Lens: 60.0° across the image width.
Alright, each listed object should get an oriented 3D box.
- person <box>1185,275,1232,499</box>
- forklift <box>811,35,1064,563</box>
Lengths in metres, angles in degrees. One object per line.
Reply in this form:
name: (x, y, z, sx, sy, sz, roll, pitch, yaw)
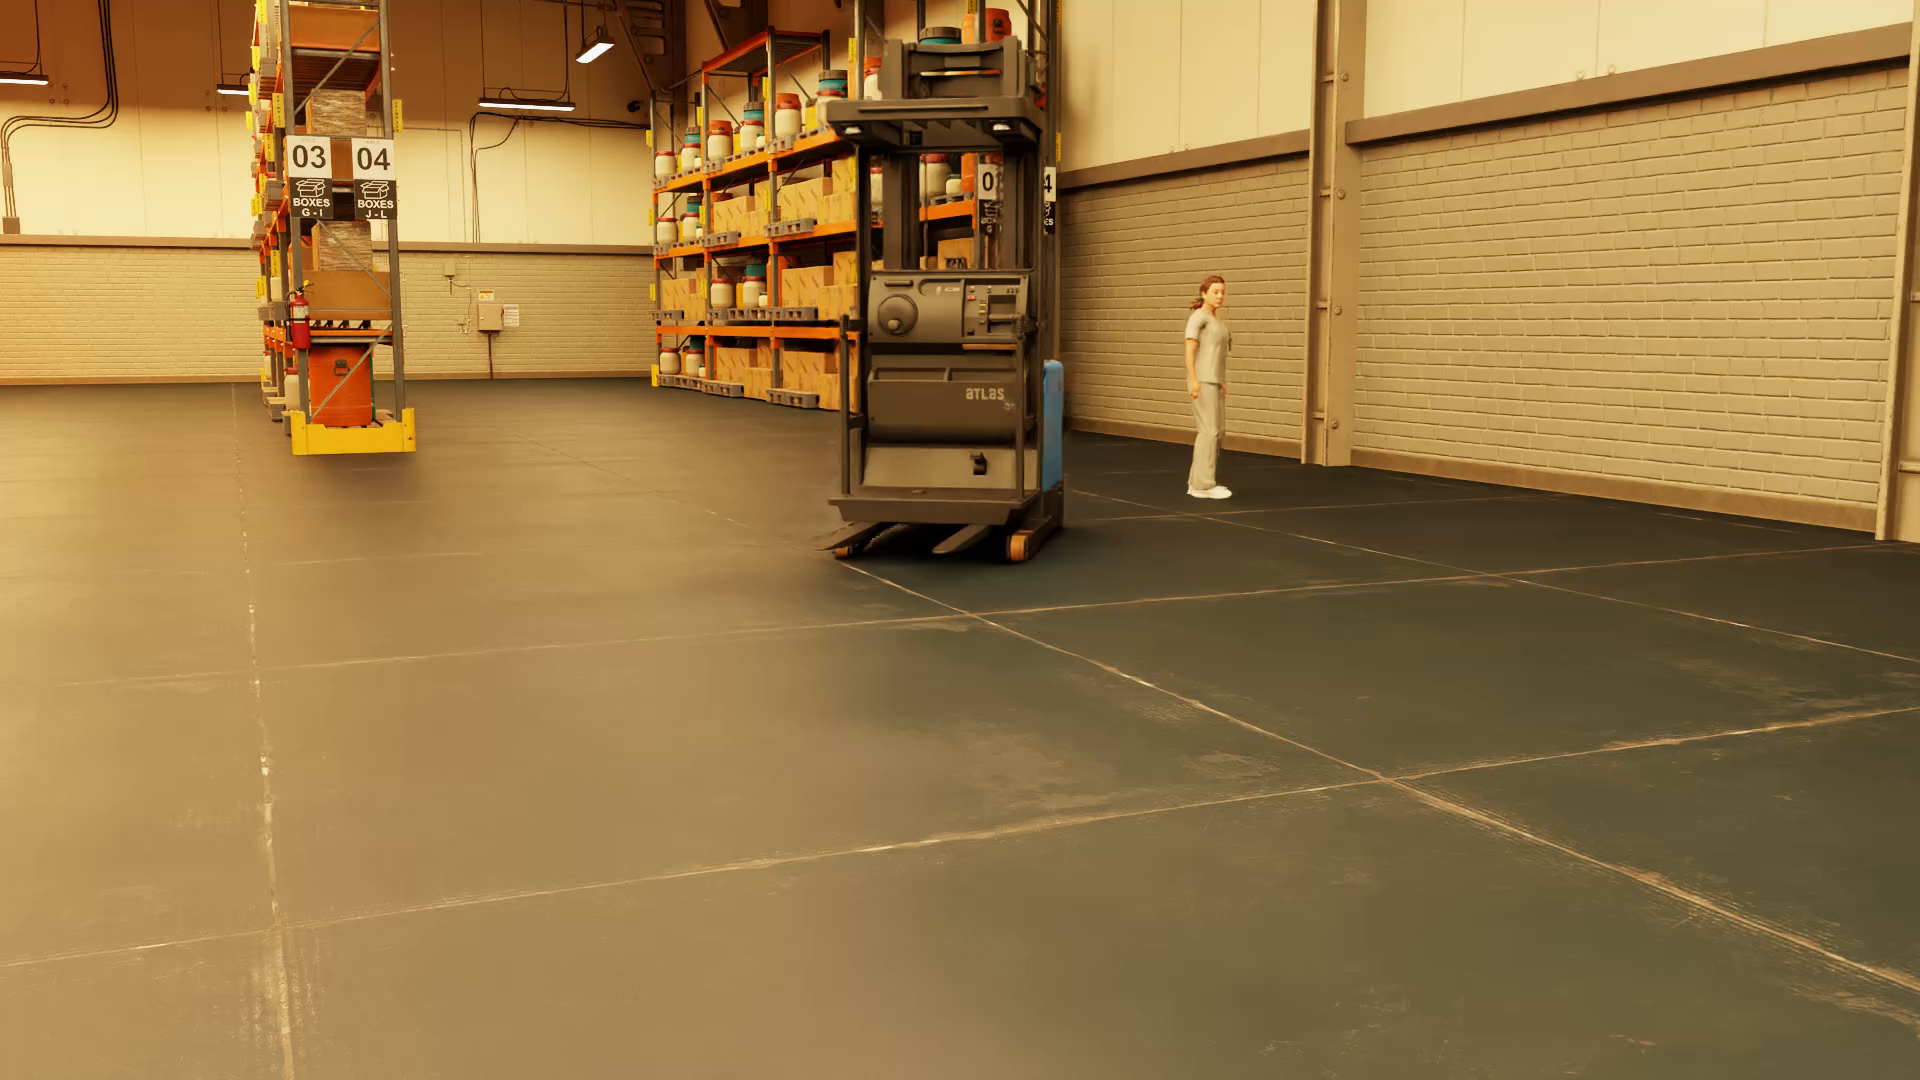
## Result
person: (1.913, -1.161, 12.583, 0.407, 1.668, 0.575, 4, 8, 26)
forklift: (-0.108, -1.374, 9.364, 1.130, 2.935, 3.031, 1, 8, 11)
